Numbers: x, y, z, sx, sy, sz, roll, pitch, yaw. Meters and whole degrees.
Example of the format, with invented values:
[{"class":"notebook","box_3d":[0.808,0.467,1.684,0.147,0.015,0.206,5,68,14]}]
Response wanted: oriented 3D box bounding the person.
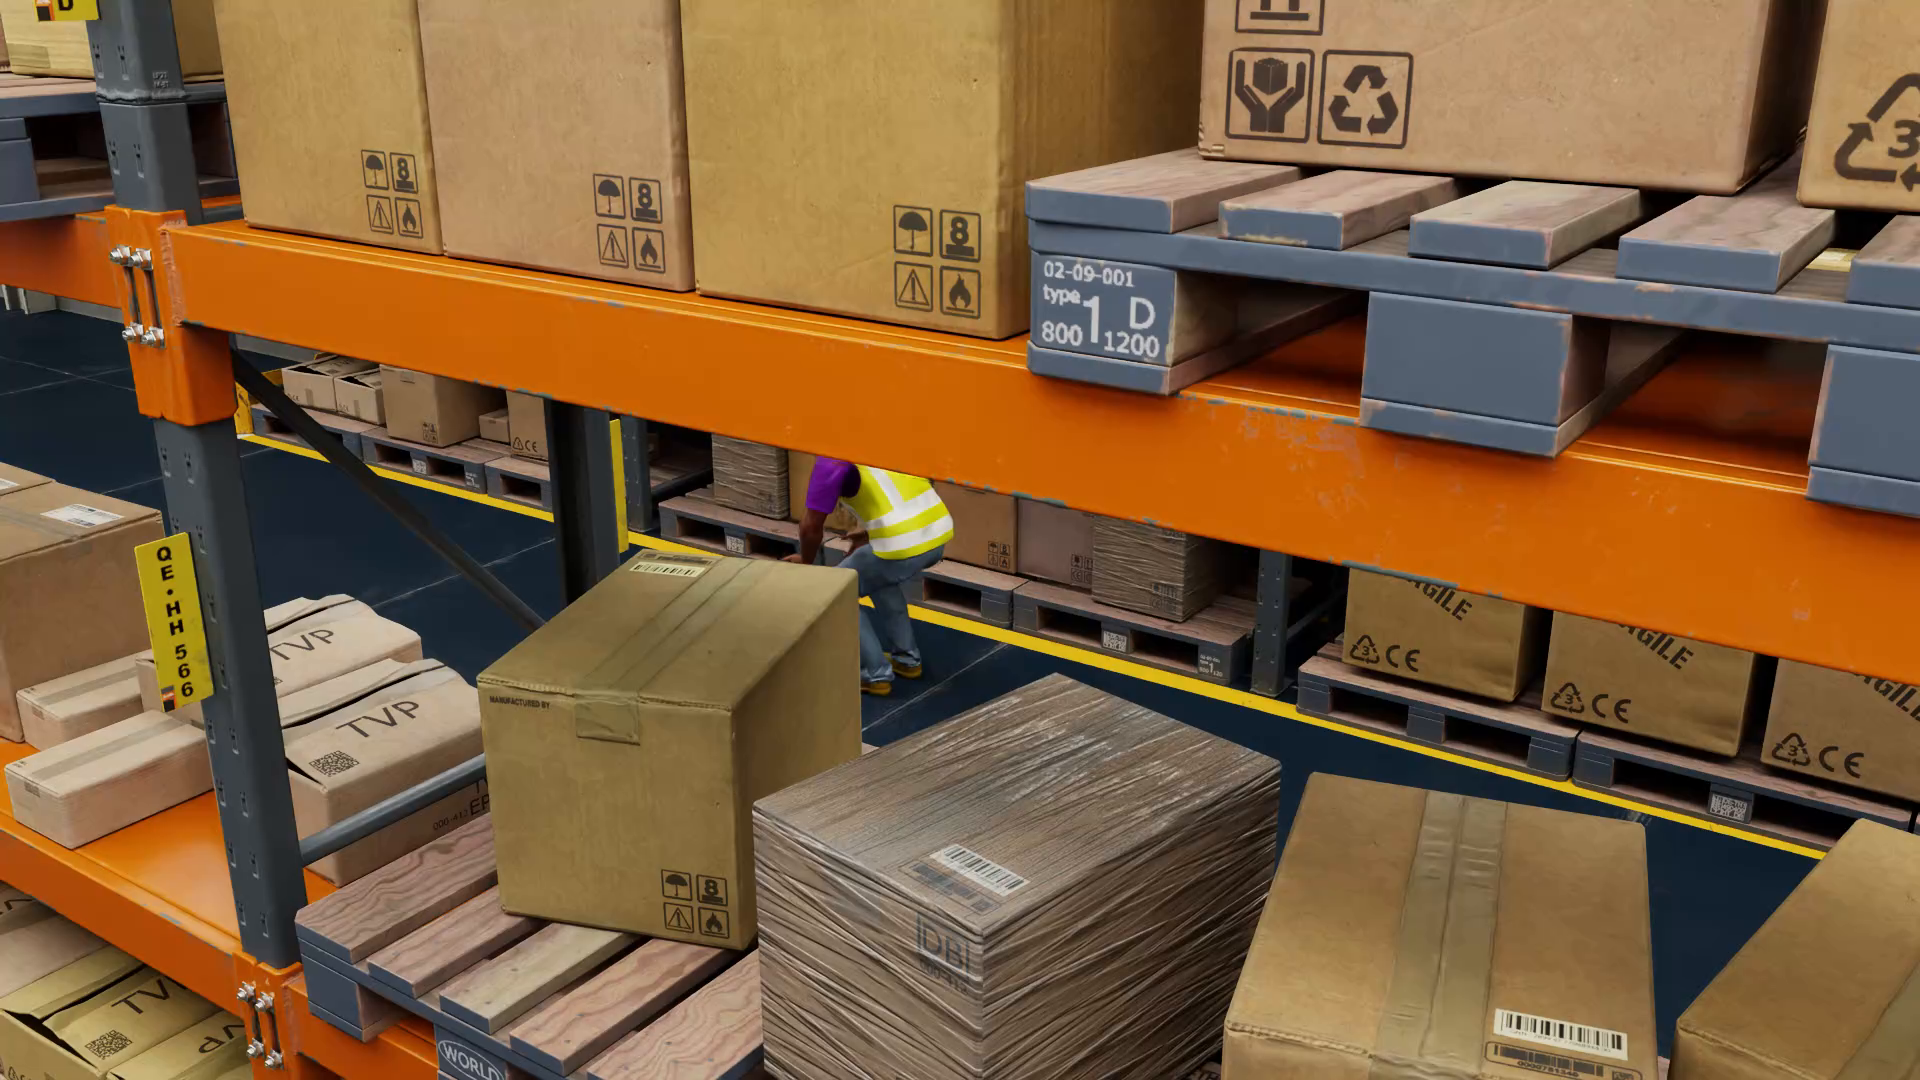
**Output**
[{"class":"person","box_3d":[-0.435,0.028,7.588,0.792,1.343,0.631,13,23,32]}]
